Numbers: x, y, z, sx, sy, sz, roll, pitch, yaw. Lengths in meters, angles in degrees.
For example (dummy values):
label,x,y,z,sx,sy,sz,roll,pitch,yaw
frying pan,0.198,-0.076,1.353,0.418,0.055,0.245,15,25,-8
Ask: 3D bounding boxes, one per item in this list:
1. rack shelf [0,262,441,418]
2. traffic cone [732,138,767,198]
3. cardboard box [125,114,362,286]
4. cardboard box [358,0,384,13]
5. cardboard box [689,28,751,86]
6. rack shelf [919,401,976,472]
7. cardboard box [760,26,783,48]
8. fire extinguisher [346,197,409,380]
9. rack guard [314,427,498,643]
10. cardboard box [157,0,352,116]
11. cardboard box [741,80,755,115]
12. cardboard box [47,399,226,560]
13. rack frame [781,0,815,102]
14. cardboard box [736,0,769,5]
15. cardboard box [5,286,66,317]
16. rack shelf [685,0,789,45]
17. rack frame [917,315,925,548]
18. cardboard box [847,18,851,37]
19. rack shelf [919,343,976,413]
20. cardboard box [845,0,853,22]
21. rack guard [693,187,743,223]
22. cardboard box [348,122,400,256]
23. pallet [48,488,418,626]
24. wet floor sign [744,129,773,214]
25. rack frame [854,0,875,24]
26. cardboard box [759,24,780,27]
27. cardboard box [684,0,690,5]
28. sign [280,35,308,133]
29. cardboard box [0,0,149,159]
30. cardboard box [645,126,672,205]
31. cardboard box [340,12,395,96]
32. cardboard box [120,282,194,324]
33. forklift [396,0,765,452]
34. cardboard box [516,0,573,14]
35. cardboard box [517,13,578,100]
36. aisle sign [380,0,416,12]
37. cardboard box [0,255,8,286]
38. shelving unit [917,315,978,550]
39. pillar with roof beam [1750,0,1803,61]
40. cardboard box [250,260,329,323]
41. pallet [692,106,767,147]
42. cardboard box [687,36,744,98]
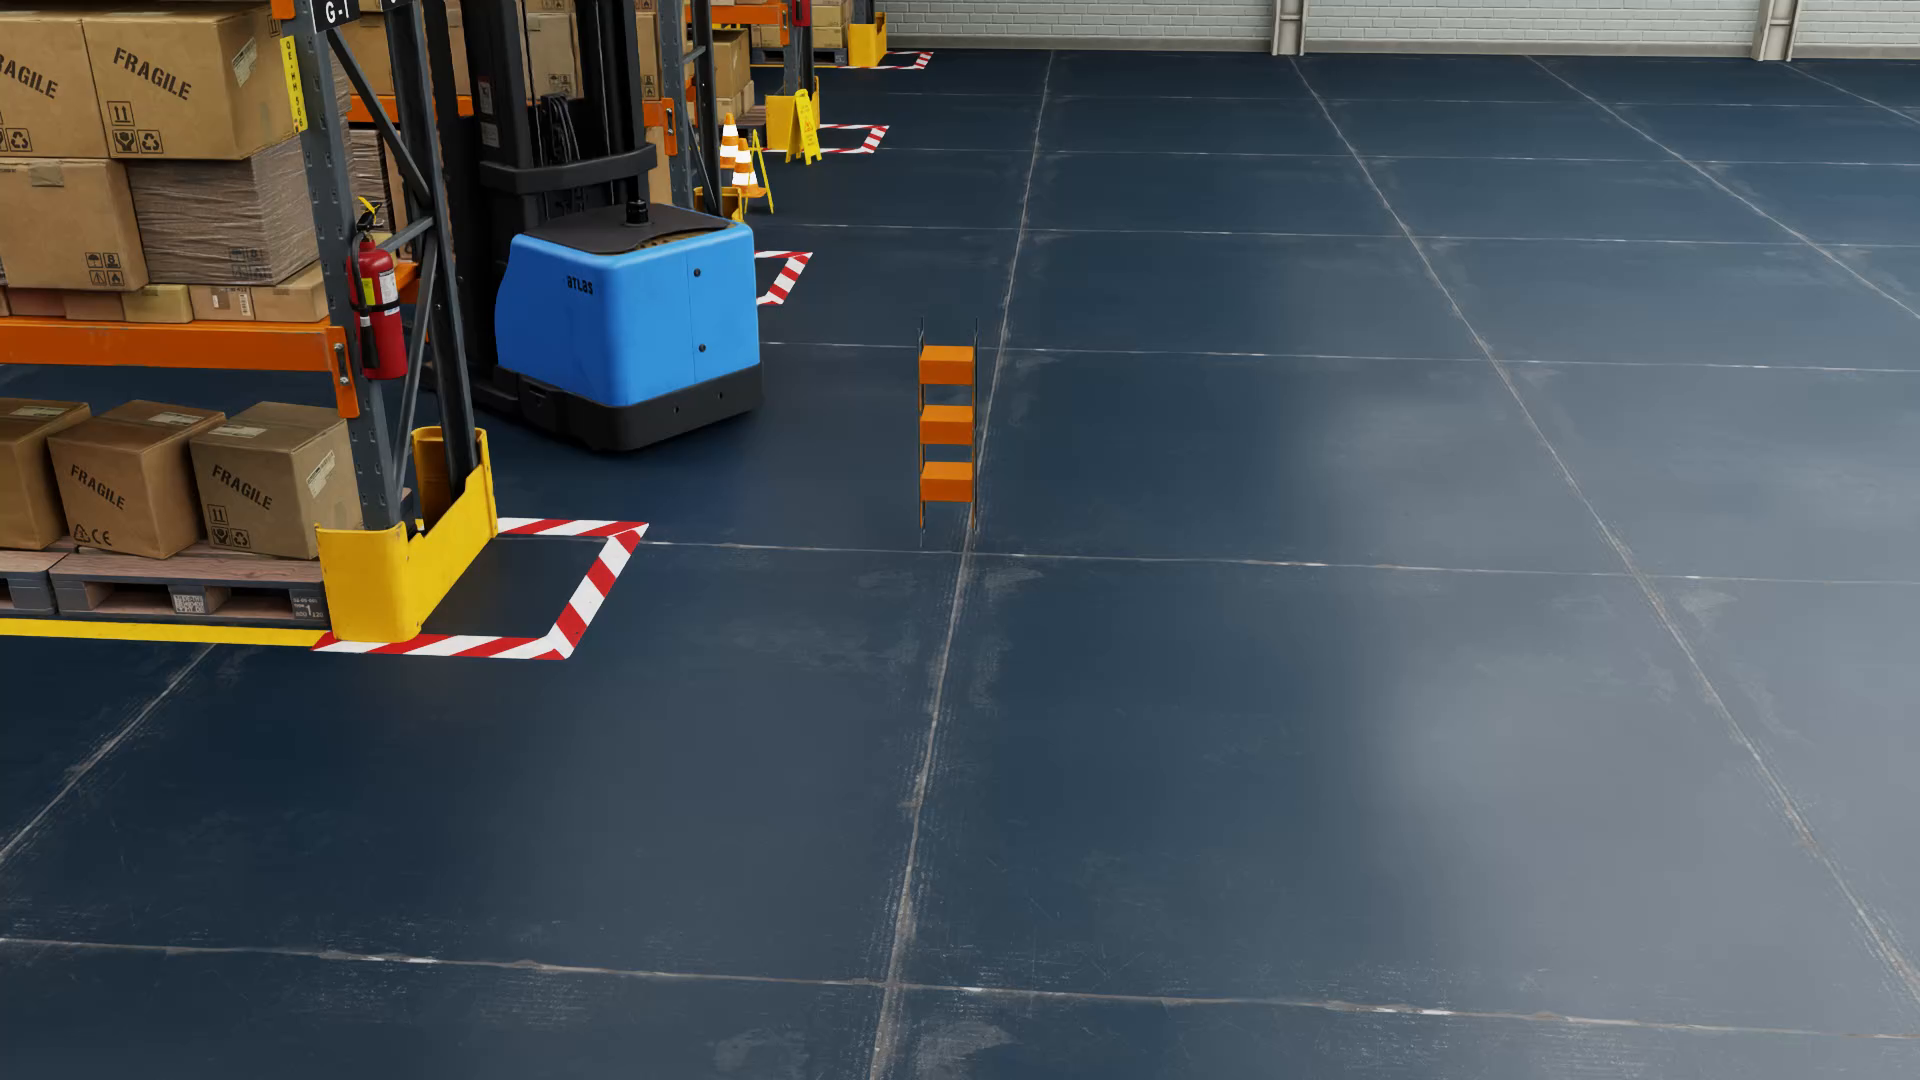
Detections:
label,x,y,z,sx,sy,sz,roll,pitch,yaw
rack shelf,-4.304,-0.921,7.023,4.000,0.370,1.077,2,25,4
traffic cone,-1.825,-3.164,14.073,0.334,0.463,0.336,2,25,4
cardboard box,-2.856,-1.393,6.714,0.500,0.500,0.875,2,25,4
cardboard box,-3.838,-3.851,11.059,0.500,0.550,0.875,2,25,4
cardboard box,-2.358,-4.738,16.348,0.500,0.500,0.500,1,25,2
rack shelf,-0.053,-0.469,7.539,0.240,0.259,0.215,2,25,4
cardboard box,-2.163,-6.228,20.483,0.500,0.250,0.500,2,25,4
fire extinguisher,-2.231,-0.953,6.325,0.183,0.674,0.296,2,25,4
rack guard,-2.386,-0.051,7.262,0.348,0.500,1.175,2,25,4
cardboard box,-2.837,-1.950,6.727,0.500,0.500,0.500,2,25,4
cardboard box,-2.334,-4.397,16.504,0.500,0.250,0.500,2,25,4
cardboard box,-3.530,-0.271,7.238,0.500,0.500,0.500,8,26,18
rack frame,-1.551,-5.314,15.710,0.127,3.000,1.000,2,25,4
cardboard box,-1.941,-5.123,15.595,0.250,0.149,0.380,3,25,6
cardboard box,-3.606,-1.027,6.694,0.250,0.149,0.380,2,25,4
rack shelf,-3.545,-5.051,16.000,4.000,0.370,1.077,2,25,4
rack frame,-0.175,-0.483,7.543,0.008,1.050,0.200,2,25,4
cardboard box,-1.650,-6.422,20.905,0.500,0.250,0.500,2,25,4
rack shelf,-0.053,-0.727,7.420,0.240,0.259,0.215,2,25,4
cardboard box,-1.628,-6.653,20.810,0.500,0.250,0.500,2,25,5
rack guard,-1.805,-2.111,11.740,0.348,0.500,1.175,2,25,4
cardboard box,-4.297,-2.525,11.688,0.875,0.875,0.875,2,25,4
pallet,-3.193,0.040,7.411,1.213,0.211,1.003,2,25,4
wet floor sign,-1.649,-3.002,13.503,0.232,0.644,0.267,-2,25,-5
rack frame,-1.175,-7.383,20.206,0.127,3.000,1.000,2,25,4
cardboard box,-2.183,-6.458,20.384,0.500,0.250,0.500,2,25,3
cardboard box,-2.456,-5.102,15.549,0.250,0.149,0.380,1,25,3
sign,-2.372,-1.623,5.925,0.005,0.325,0.100,2,25,4
cardboard box,-3.376,-1.747,6.286,0.500,0.500,0.500,2,25,4
cardboard box,-2.511,-2.467,11.563,0.875,0.875,0.875,2,25,4
cardboard box,-3.833,-3.387,11.344,0.500,0.550,0.875,2,25,4
cardboard box,-3.112,-0.987,6.608,0.250,0.149,0.380,2,25,4
forklift,-2.516,-2.291,9.222,3.031,2.935,1.130,21,32,37
cardboard box,-2.752,-3.814,10.978,0.550,0.550,0.875,2,25,4
cardboard box,-2.753,-3.317,11.191,0.550,0.550,0.875,2,25,4
aisle sign,-2.225,-2.488,6.458,0.004,0.787,0.394,2,25,4
cardboard box,-3.859,-1.393,6.714,0.500,0.500,0.875,2,25,4
shelving unit,-0.053,-0.479,7.534,0.252,1.050,0.215,2,25,4
pillar with roof beam,9.835,-8.328,15.083,0.400,9.000,9.100,2,25,4
cardboard box,-2.610,-0.993,6.619,0.250,0.149,0.380,2,25,4
pallet,-2.434,-4.090,16.387,1.213,0.211,1.003,2,25,4
cardboard box,-2.370,-4.513,15.860,0.500,0.500,0.500,2,25,4
